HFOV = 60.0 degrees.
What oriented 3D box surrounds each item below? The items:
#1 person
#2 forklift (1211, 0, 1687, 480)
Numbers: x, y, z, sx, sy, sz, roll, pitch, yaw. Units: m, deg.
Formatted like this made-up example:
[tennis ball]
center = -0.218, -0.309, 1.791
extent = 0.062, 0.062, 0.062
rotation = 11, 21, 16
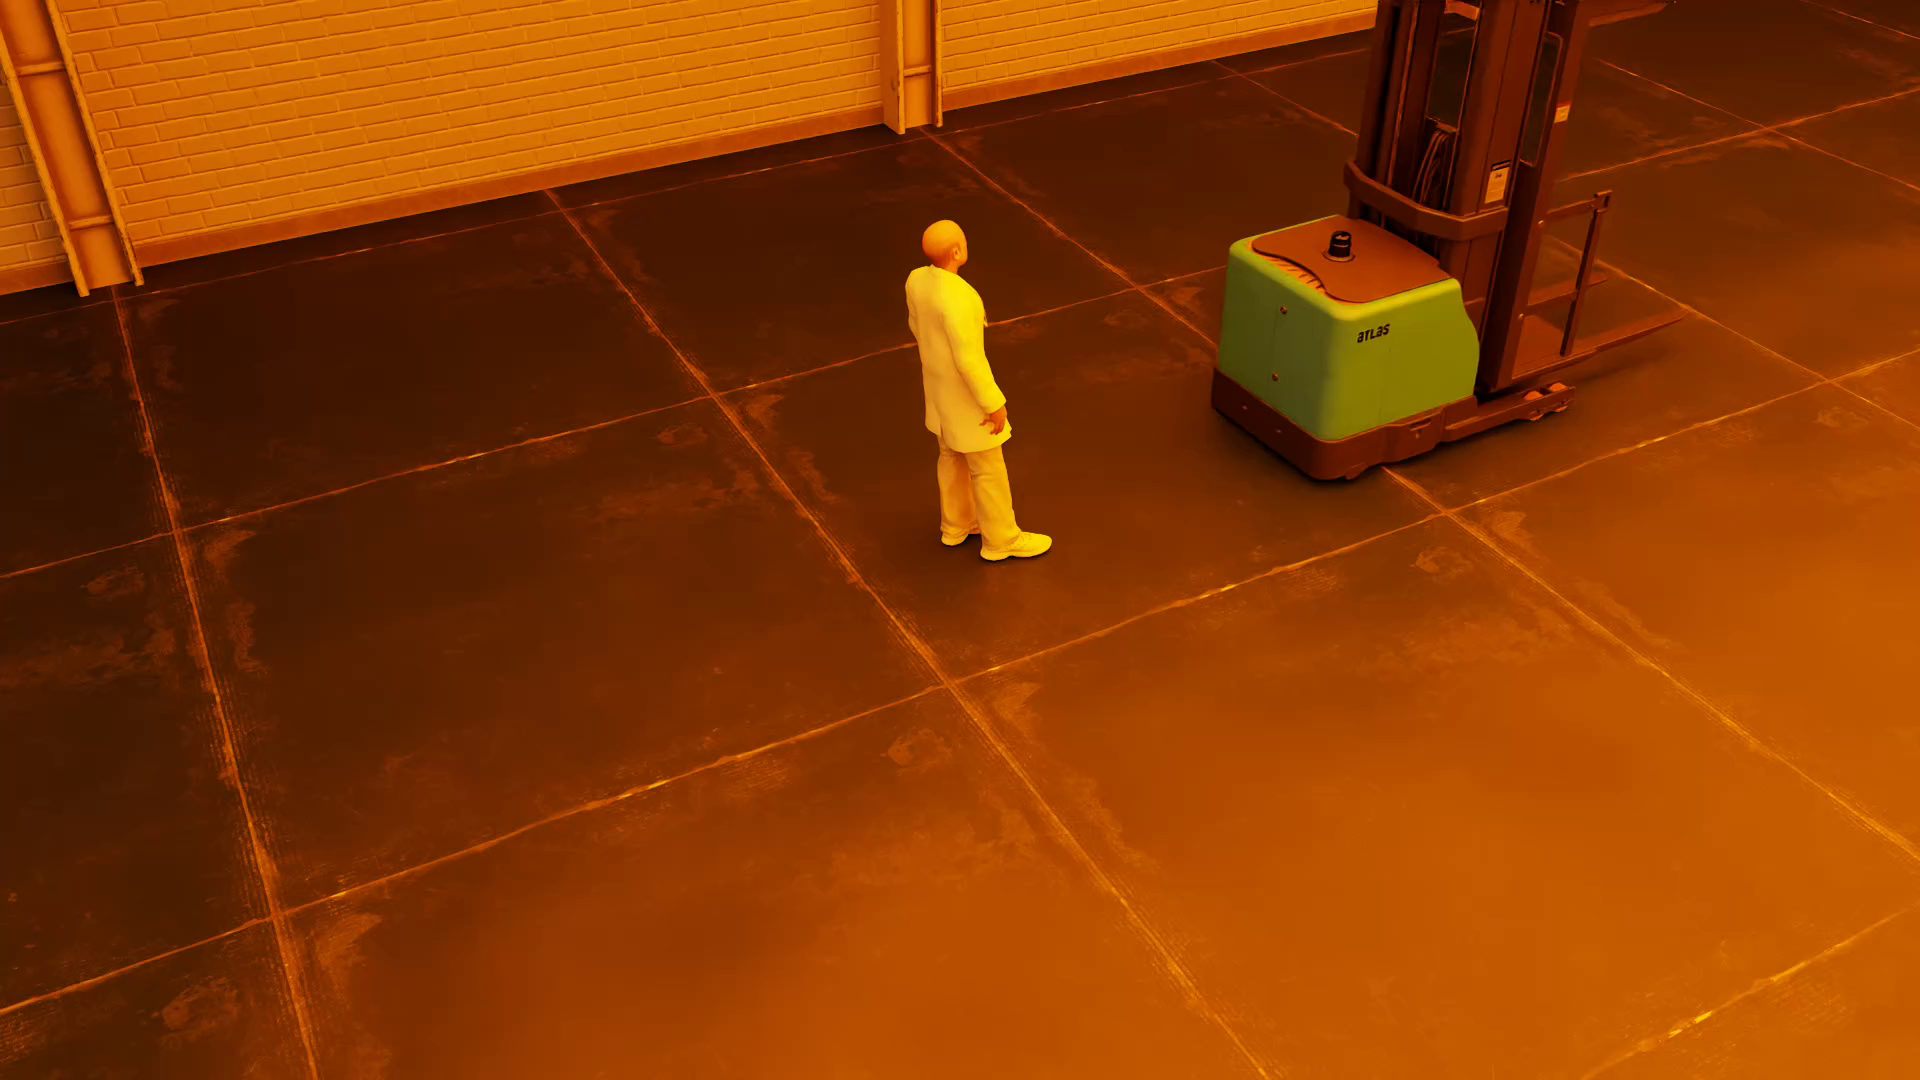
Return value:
[person]
center = 0.083, -0.755, 8.177
extent = 0.578, 1.777, 0.698
rotation = -17, 39, -23
[forklift]
center = 2.996, -2.135, 9.144
extent = 3.031, 2.935, 1.130
rotation = -18, 39, -24
